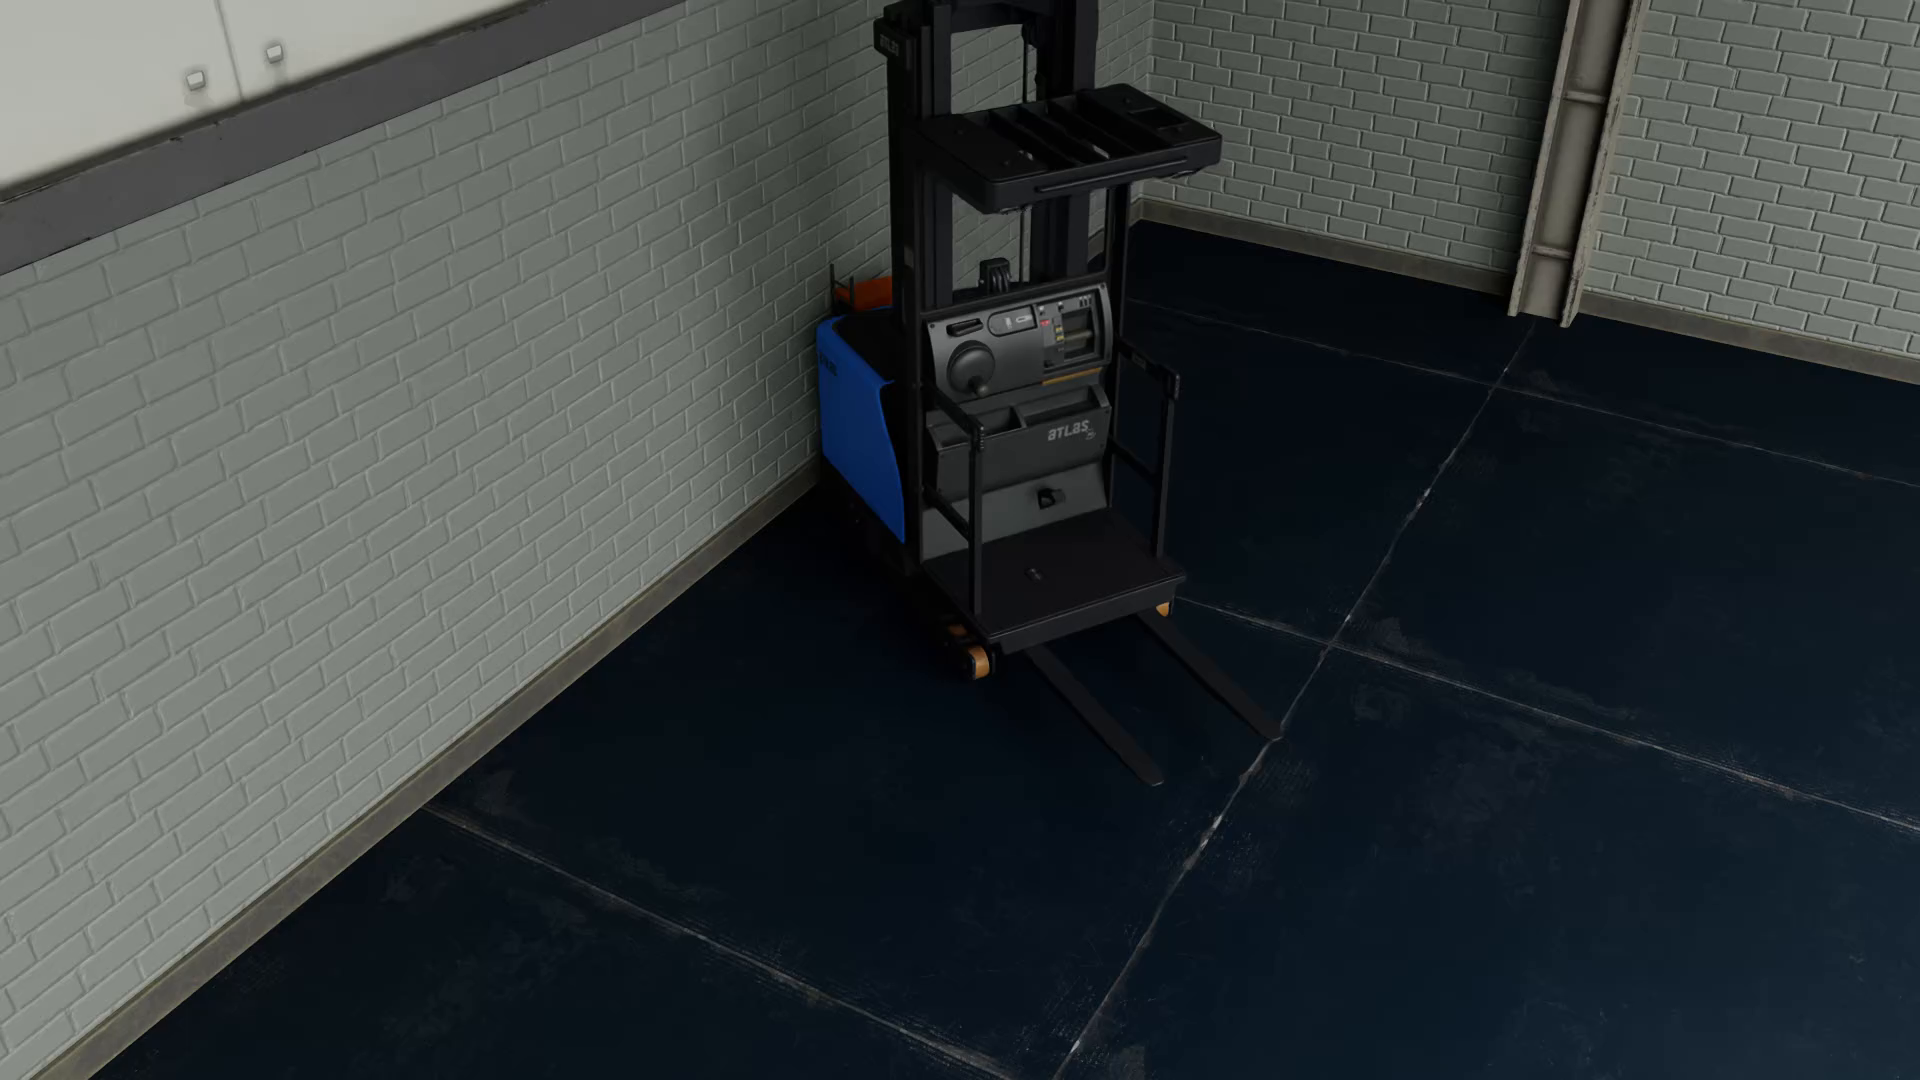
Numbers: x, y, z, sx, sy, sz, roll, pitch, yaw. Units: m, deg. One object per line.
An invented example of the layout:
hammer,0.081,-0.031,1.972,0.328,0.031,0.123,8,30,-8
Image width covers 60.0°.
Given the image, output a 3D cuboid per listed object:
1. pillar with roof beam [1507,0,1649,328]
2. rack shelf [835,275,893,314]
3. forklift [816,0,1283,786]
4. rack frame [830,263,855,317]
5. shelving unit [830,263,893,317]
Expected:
pillar with roof beam,1.723,-3.183,5.410,0.400,9.000,9.100,18,37,24
rack shelf,-0.408,-1.293,8.880,0.480,0.148,0.258,-18,34,-27
forklift,0.381,-0.852,7.385,1.130,2.935,3.031,-16,37,-23
rack frame,-0.610,-0.886,8.967,0.015,1.200,0.240,-18,34,-27
shelving unit,-0.403,-0.953,9.077,0.503,1.200,0.258,-18,34,-27
